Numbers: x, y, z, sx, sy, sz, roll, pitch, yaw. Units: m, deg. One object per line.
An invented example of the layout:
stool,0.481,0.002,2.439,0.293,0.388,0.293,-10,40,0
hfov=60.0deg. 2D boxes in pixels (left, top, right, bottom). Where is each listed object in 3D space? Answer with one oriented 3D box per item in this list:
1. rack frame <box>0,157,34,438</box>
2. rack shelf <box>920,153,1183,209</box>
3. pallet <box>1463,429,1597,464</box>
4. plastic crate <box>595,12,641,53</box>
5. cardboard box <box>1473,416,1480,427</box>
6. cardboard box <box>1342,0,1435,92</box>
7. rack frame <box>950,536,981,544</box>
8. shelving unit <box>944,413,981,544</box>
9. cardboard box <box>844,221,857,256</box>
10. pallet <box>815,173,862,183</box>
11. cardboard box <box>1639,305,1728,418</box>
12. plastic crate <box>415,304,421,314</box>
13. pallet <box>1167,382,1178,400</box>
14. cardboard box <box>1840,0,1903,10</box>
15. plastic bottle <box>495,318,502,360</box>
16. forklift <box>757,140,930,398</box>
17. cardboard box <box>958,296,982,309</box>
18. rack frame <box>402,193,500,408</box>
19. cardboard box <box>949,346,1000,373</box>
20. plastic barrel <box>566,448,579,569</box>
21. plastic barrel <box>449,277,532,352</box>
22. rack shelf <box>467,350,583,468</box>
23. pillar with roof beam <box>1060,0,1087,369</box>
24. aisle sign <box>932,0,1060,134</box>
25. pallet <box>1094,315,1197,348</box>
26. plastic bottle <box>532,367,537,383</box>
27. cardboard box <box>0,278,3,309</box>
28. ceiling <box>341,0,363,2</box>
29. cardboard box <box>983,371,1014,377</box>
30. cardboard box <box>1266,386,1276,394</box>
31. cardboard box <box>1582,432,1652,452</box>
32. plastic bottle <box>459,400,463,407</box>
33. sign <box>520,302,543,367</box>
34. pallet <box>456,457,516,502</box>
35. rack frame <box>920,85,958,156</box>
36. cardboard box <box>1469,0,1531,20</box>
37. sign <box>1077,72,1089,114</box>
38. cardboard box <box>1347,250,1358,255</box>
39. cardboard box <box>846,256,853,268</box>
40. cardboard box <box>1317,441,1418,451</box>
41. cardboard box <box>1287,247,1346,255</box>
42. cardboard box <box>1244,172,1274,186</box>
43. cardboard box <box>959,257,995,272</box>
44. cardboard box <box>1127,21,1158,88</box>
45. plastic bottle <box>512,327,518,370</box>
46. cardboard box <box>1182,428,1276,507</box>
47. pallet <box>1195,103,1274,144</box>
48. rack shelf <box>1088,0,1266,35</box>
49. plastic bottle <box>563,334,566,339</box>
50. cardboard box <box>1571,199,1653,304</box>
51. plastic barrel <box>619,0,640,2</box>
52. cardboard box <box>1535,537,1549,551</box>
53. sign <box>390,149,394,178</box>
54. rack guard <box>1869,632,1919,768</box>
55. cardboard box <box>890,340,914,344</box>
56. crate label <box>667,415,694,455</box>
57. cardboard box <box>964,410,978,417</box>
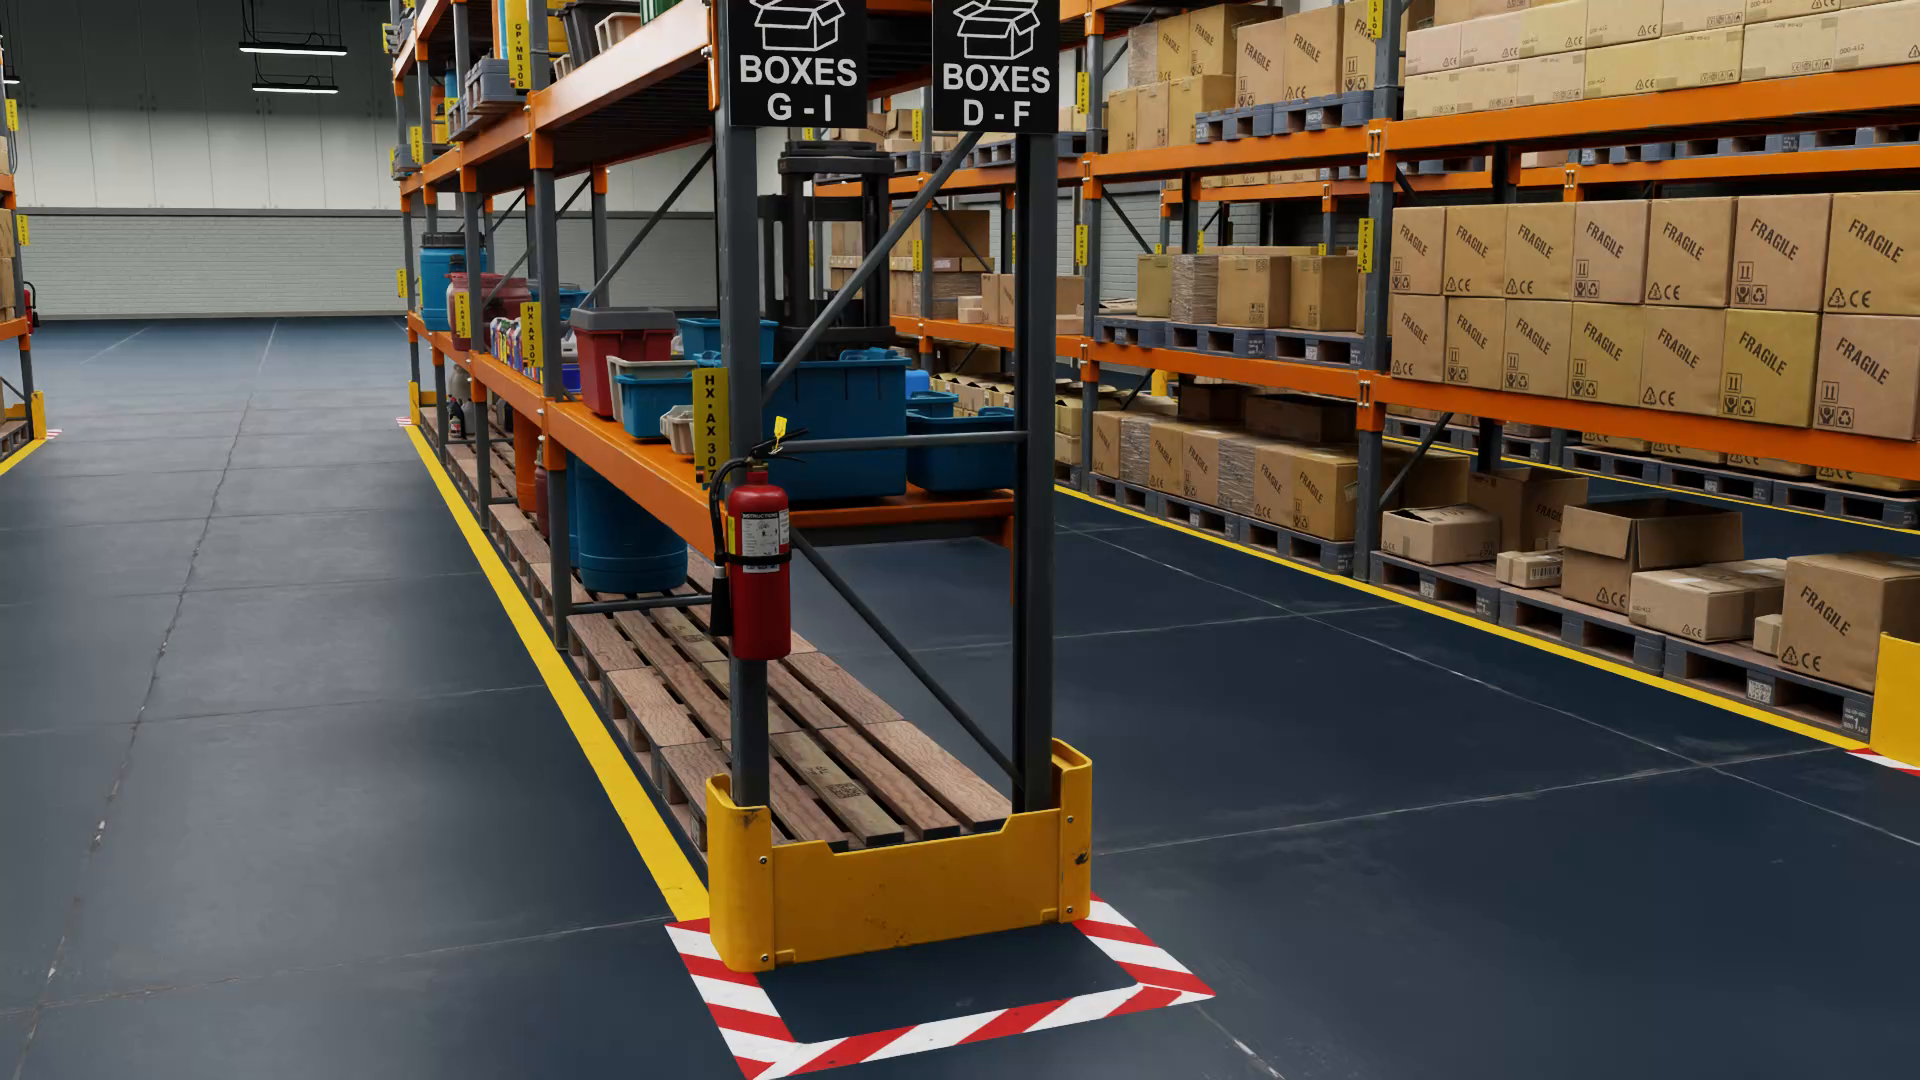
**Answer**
rack frame,-10.612,-2.579,17.852,1.000,3.000,0.127,-4,11,-21
rack shelf,0.797,-3.350,15.677,1.077,0.370,4.000,-4,11,-21
pallet,5.856,-0.971,16.774,1.003,0.211,1.213,-4,11,-21
plastic crate,-1.177,-1.950,6.505,0.437,0.136,0.530,-4,11,-21
cardboard box,5.750,-1.407,17.149,0.700,0.500,0.500,-4,11,-21
cardboard box,2.857,-3.117,10.543,0.600,0.600,0.600,-5,11,-26
rack frame,0.040,-0.425,11.741,0.240,0.900,0.006,-4,11,-21
shelving unit,0.003,-0.442,11.834,0.258,0.900,0.210,-4,11,-21
cardboard box,-1.005,-3.724,20.298,0.700,0.500,0.500,-4,11,-22
pallet,-1.145,-4.523,20.470,1.003,0.211,1.213,-4,11,-21
cardboard box,3.638,-0.866,7.940,0.500,0.500,0.500,-4,11,-20
plastic crate,-5.971,-2.597,18.706,0.298,0.136,0.250,-4,11,-21
pallet,3.527,-2.002,22.570,1.003,0.211,1.213,-4,11,-21
cardboard box,3.997,-2.312,6.788,0.500,0.250,0.500,-4,11,-21
plastic bottle,-3.164,-1.382,11.458,0.061,0.283,0.133,-4,11,-21
forklift,-1.240,-1.973,14.641,1.130,2.935,3.031,-4,11,-21
cardboard box,0.291,-2.402,17.289,0.500,0.250,0.500,-3,11,-17
rack frame,-5.995,-2.893,19.619,1.000,3.000,0.127,-4,11,-21
cardboard box,0.196,-1.872,18.388,0.500,0.500,0.500,-4,11,-21
plastic barrel,-2.085,-0.313,9.909,0.600,0.901,0.708,-4,11,-21
plastic barrel,-3.547,-1.711,12.584,0.600,0.536,0.708,-4,11,-21
rack shelf,-2.372,-0.907,10.506,1.077,0.370,4.000,-4,11,-21
pillar with roof beam,-1.888,-7.122,26.264,9.100,9.000,0.548,-4,11,-21
aisle sign,0.106,-1.568,4.749,0.394,0.787,0.004,-4,11,-21
pallet,1.833,-1.700,13.462,1.213,0.211,1.003,-4,11,-21
plastic bottle,-2.406,-1.059,9.663,0.152,0.276,0.135,-4,11,-21
cardboard box,-10.004,-2.524,16.412,0.875,0.500,0.500,-4,11,-21
ceiling,-21.032,-15.884,49.828,6.000,0.001,6.000,-4,11,-21
cardboard box,0.486,-1.635,17.598,0.500,0.311,0.500,-4,11,-21
cardboard box,4.127,-1.944,21.169,0.380,0.149,0.250,-5,11,-25
cardboard box,6.282,-1.236,15.242,0.750,0.750,0.750,-4,11,-22
plastic bottle,-5.148,-1.301,17.169,0.061,0.283,0.133,-4,11,-21
sign,-2.160,-1.036,8.389,0.100,0.325,0.005,-4,11,-21
pallet,-3.779,-0.542,14.365,1.003,0.211,1.213,-4,11,-21
rack frame,0.072,-5.507,17.187,1.000,3.000,0.127,-4,11,-21
cardboard box,3.232,-3.099,9.070,0.700,0.500,0.500,-4,11,-21
sign,1.002,-3.637,13.536,0.100,0.325,0.005,-4,11,-21
cardboard box,4.841,-3.049,18.957,0.700,0.500,0.500,-4,11,-21
cardboard box,-1.159,-3.373,20.177,0.380,0.149,0.250,-4,11,-22
cardboard box,2.819,-0.415,11.568,0.500,0.500,0.500,-4,11,-20
cardboard box,4.228,-3.232,19.752,0.500,0.500,0.500,-4,11,-21
cardboard box,3.867,-4.643,20.549,0.500,0.500,0.500,-4,11,-23
cardboard box,0.155,-2.979,17.962,0.380,0.149,0.250,-4,11,-21
cardboard box,1.674,-3.848,13.280,0.500,0.500,0.500,-4,11,-21
plastic bottle,-2.806,-1.224,10.601,0.097,0.271,0.097,0,10,0
cardboard box,1.986,-0.542,12.285,0.500,0.500,0.500,-4,11,-23
pallet,2.422,-2.912,11.699,1.213,0.211,1.003,-4,11,-21
rack shelf,2.247,-3.977,11.779,1.077,0.370,4.000,-4,11,-21
plastic bottle,-2.296,-1.068,9.725,0.097,0.271,0.097,0,10,0
cardboard box,3.441,-1.442,8.323,0.500,0.500,0.500,-4,11,-19
plastic barrel,-1.604,-2.787,8.868,0.433,0.535,0.433,0,10,0
cardboard box,3.634,0.071,9.838,0.380,0.149,0.250,-4,11,-21
sign,-6.510,-4.340,19.163,0.100,0.325,0.005,-4,11,-21
rack guard,4.393,0.623,6.989,1.175,0.500,0.348,-4,11,-21
cardboard box,-0.849,-2.082,19.572,0.500,0.500,0.500,-4,11,-21
crate label,-0.877,-0.395,6.156,0.396,0.136,0.243,-4,11,-21
cardboard box,0.362,-1.157,16.514,0.500,0.250,0.500,-4,11,-23
